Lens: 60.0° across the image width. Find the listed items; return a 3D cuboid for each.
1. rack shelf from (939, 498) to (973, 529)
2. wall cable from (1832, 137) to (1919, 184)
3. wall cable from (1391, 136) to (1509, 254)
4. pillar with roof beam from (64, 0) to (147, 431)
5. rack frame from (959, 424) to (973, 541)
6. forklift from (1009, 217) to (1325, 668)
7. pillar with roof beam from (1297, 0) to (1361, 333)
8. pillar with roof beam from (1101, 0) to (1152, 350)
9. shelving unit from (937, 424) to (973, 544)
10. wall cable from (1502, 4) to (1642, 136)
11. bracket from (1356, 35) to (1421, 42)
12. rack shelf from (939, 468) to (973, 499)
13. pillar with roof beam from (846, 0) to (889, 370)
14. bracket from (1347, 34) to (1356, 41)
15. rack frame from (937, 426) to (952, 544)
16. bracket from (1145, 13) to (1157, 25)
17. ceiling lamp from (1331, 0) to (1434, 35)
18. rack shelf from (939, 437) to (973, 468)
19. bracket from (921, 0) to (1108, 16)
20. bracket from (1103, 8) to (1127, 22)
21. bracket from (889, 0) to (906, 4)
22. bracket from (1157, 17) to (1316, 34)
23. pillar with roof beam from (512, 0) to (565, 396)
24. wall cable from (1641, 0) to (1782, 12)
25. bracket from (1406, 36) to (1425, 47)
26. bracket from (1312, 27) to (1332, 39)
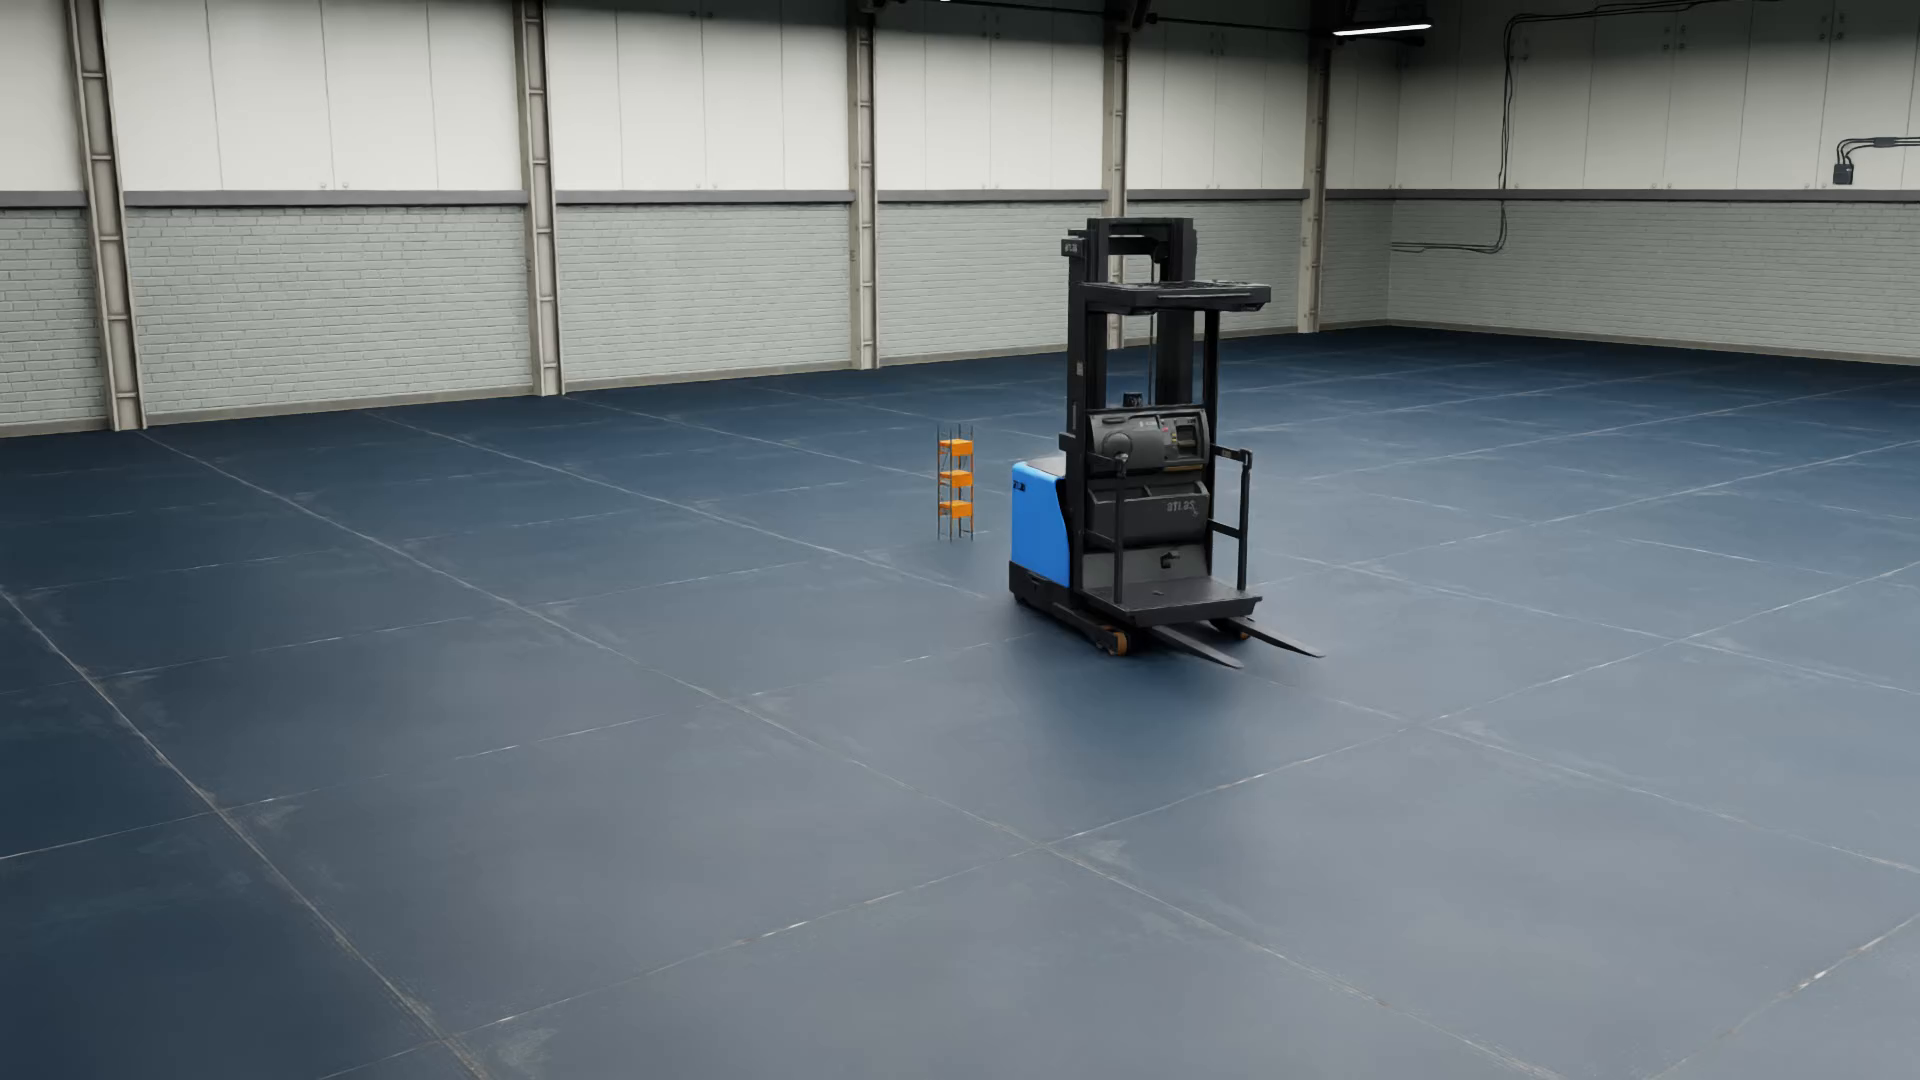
[{"bbox_3d":[-0.042,-0.224,15.047,0.240,0.259,0.215,-9,15,-38],"label":"rack shelf"},{"bbox_3d":[16.738,-9.284,28.997,0.169,6.003,2.305,-9,15,-38],"label":"wall cable"},{"bbox_3d":[10.820,-7.643,36.933,0.112,2.526,3.097,-9,15,-38],"label":"wall cable"},{"bbox_3d":[-8.358,-5.182,17.866,0.400,9.000,9.100,-9,15,-38],"label":"pillar with roof beam"},{"bbox_3d":[0.053,-0.522,15.062,0.008,1.050,0.200,-9,15,-38],"label":"rack frame"},{"bbox_3d":[1.427,-0.740,11.559,1.130,2.935,3.031,-5,13,-23],"label":"forklift"},{"bbox_3d":[10.383,-8.296,32.532,0.548,9.000,9.100,-9,15,-38],"label":"pillar with roof beam"},{"bbox_3d":[5.698,-7.517,28.866,0.548,9.000,9.100,-9,15,-38],"label":"pillar with roof beam"},{"bbox_3d":[-0.042,-0.507,14.987,0.252,1.050,0.215,-9,15,-38],"label":"shelving unit"},{"bbox_3d":[12.510,-9.675,34.342,0.112,2.526,3.097,-9,15,-38],"label":"wall cable"},{"bbox_3d":[9.629,-10.982,36.517,3.189,0.066,0.076,-9,15,-38],"label":"bracket"},{"bbox_3d":[-0.042,-0.496,14.989,0.240,0.259,0.215,-9,15,-38],"label":"rack shelf"},{"bbox_3d":[1.013,-6.739,25.199,0.548,9.000,9.100,-9,15,-38],"label":"pillar with roof beam"},{"bbox_3d":[8.239,-10.751,35.429,0.430,0.232,0.235,-9,15,-38],"label":"bracket"},{"bbox_3d":[-0.137,-0.491,14.912,0.008,1.050,0.200,-9,15,-38],"label":"rack frame"},{"bbox_3d":[3.554,-9.973,31.763,0.430,0.232,0.235,-9,15,-38],"label":"bracket"},{"bbox_3d":[7.643,-10.578,29.225,0.800,3.185,2.000,-9,15,-38],"label":"ceiling lamp"},{"bbox_3d":[-0.042,-0.774,14.930,0.240,0.259,0.215,-9,15,-38],"label":"rack shelf"},{"bbox_3d":[0.894,-9.531,29.681,4.783,0.066,0.076,-9,15,-38],"label":"bracket"},{"bbox_3d":[2.906,-9.865,31.255,0.430,0.232,0.235,-9,15,-38],"label":"bracket"},{"bbox_3d":[-1.131,-9.194,28.096,0.430,0.232,0.235,-9,15,-38],"label":"bracket"},{"bbox_3d":[5.579,-10.309,33.348,4.783,0.066,0.076,-9,15,-38],"label":"bracket"},{"bbox_3d":[-3.672,-5.960,21.533,0.400,9.000,9.100,-9,15,-38],"label":"pillar with roof beam"},{"bbox_3d":[14.443,-11.398,31.506,0.112,2.526,3.097,-9,15,-38],"label":"wall cable"},{"bbox_3d":[10.090,-11.059,36.877,0.430,0.232,0.235,-9,15,-38],"label":"bracket"},{"bbox_3d":[7.591,-10.643,34.922,0.430,0.232,0.235,-9,15,-38],"label":"bracket"}]
